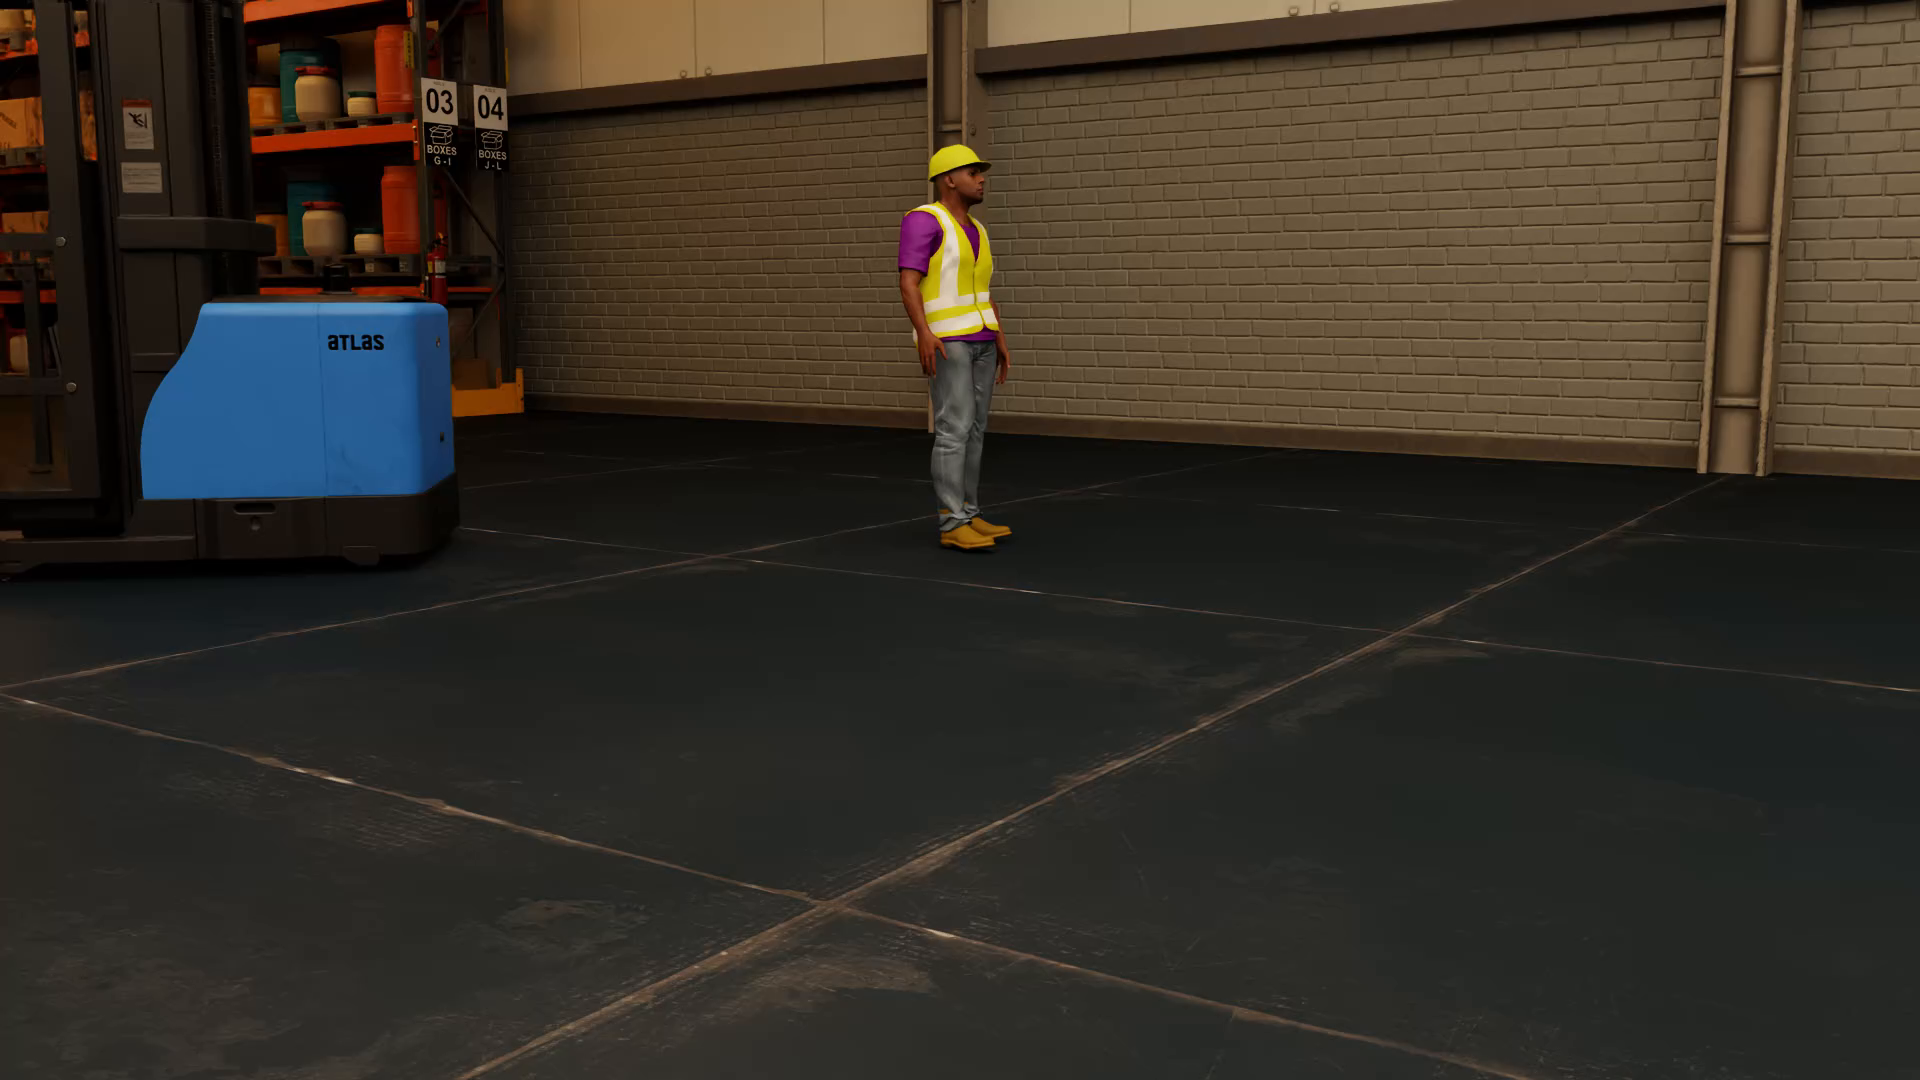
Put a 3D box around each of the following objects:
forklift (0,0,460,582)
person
[{"bbox_3d":[-3.723,-1.363,6.778,3.031,2.935,1.130,-1,8,-9],"label":"forklift"},{"bbox_3d":[0.054,-0.875,7.435,0.577,1.765,0.665,5,10,34],"label":"person"}]
